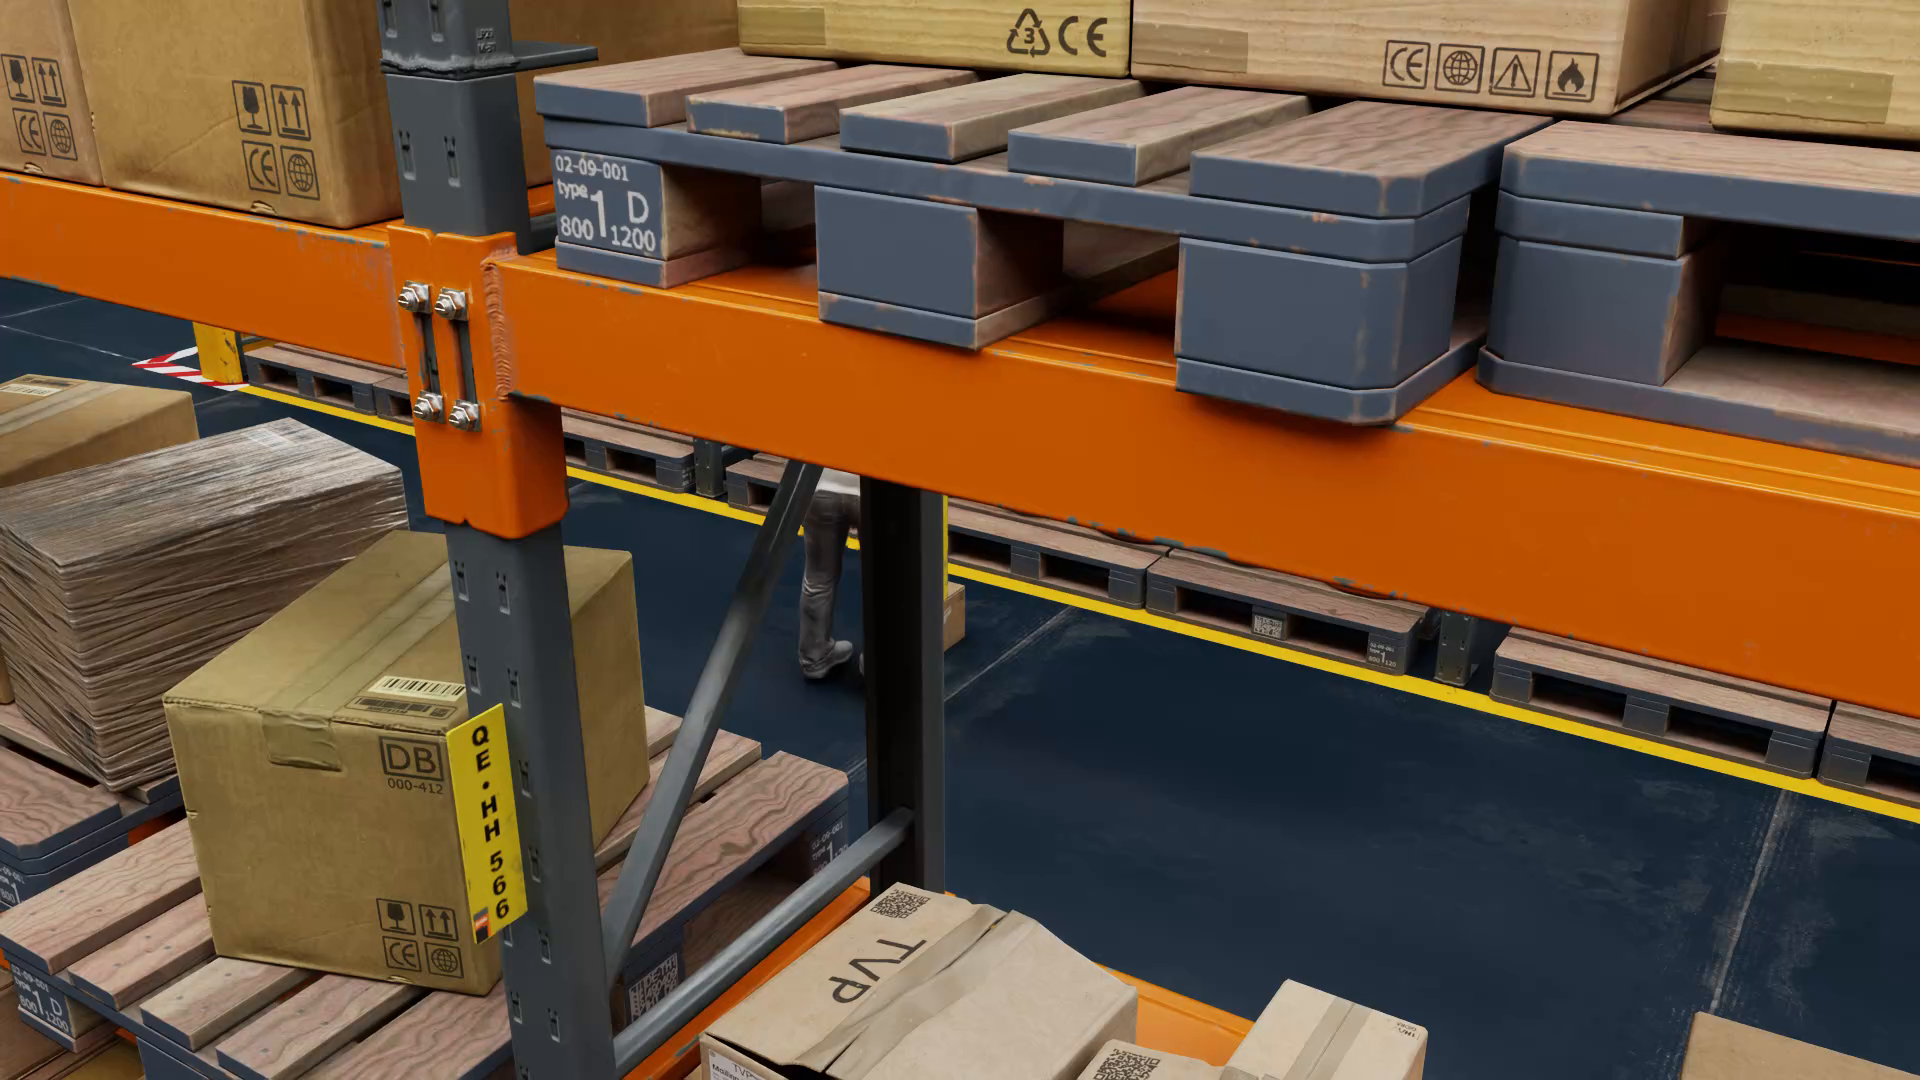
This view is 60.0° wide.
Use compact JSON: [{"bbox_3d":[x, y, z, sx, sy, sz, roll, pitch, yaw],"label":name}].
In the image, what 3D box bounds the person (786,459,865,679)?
[{"bbox_3d":[-0.401,-0.234,6.583,0.555,1.782,0.445,7,24,15],"label":"person"}]
